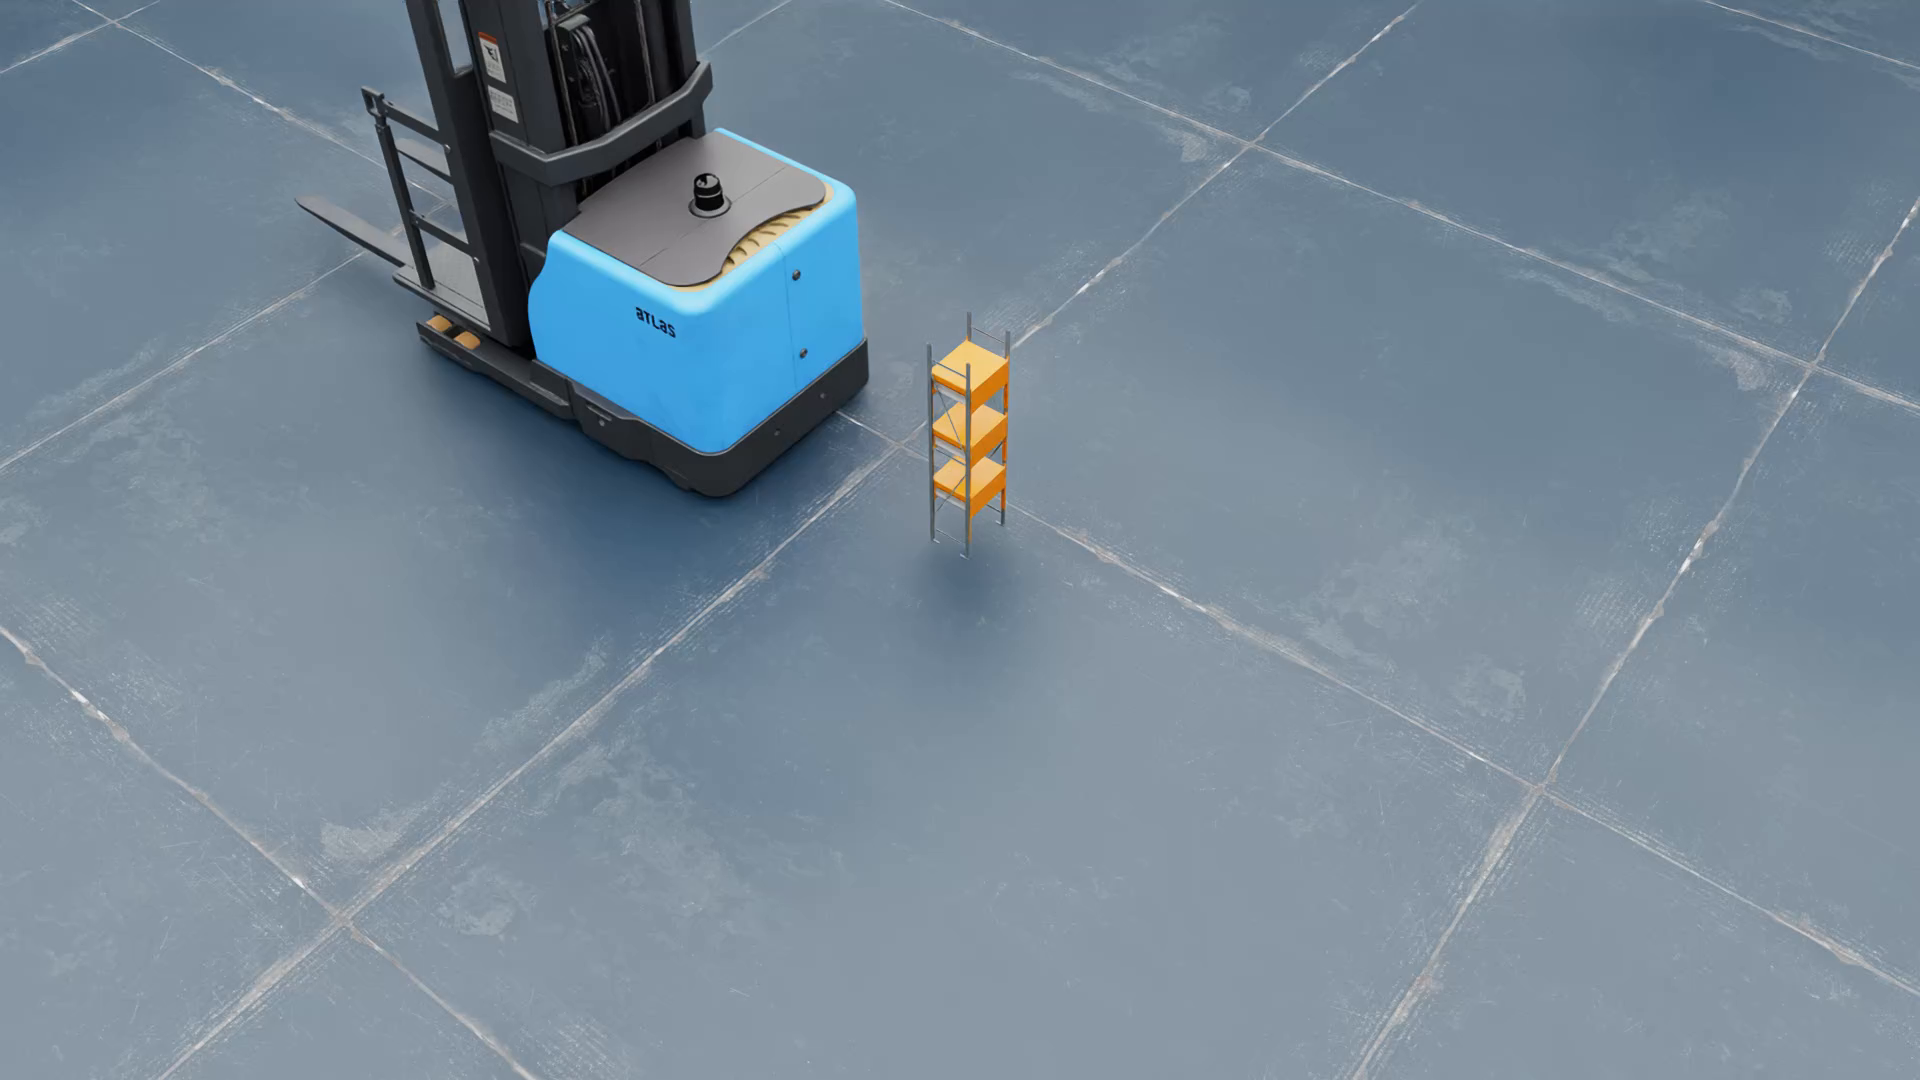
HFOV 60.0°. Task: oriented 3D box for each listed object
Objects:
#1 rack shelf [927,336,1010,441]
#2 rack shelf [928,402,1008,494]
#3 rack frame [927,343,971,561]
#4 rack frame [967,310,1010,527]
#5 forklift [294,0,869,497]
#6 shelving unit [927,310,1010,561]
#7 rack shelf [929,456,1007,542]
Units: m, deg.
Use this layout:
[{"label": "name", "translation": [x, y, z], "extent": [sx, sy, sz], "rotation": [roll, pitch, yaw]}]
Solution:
[{"label": "rack shelf", "translation": [0.033, -0.582, 6.367], "extent": [0.215, 0.259, 0.240], "rotation": [29, 53, 25]}, {"label": "rack shelf", "translation": [0.033, -0.386, 6.572], "extent": [0.215, 0.259, 0.240], "rotation": [29, 53, 25]}, {"label": "rack frame", "translation": [-0.042, -0.323, 6.498], "extent": [0.200, 1.050, 0.008], "rotation": [29, 53, 25]}, {"label": "rack frame", "translation": [0.107, -0.463, 6.631], "extent": [0.200, 1.050, 0.008], "rotation": [29, 53, 25]}, {"label": "forklift", "translation": [-1.890, -2.079, 6.874], "extent": [3.031, 2.935, 1.130], "rotation": [29, 53, 25]}, {"label": "shelving unit", "translation": [0.033, -0.393, 6.564], "extent": [0.215, 1.050, 0.252], "rotation": [29, 53, 25]}, {"label": "rack shelf", "translation": [0.033, -0.194, 6.773], "extent": [0.215, 0.259, 0.240], "rotation": [29, 53, 25]}]
